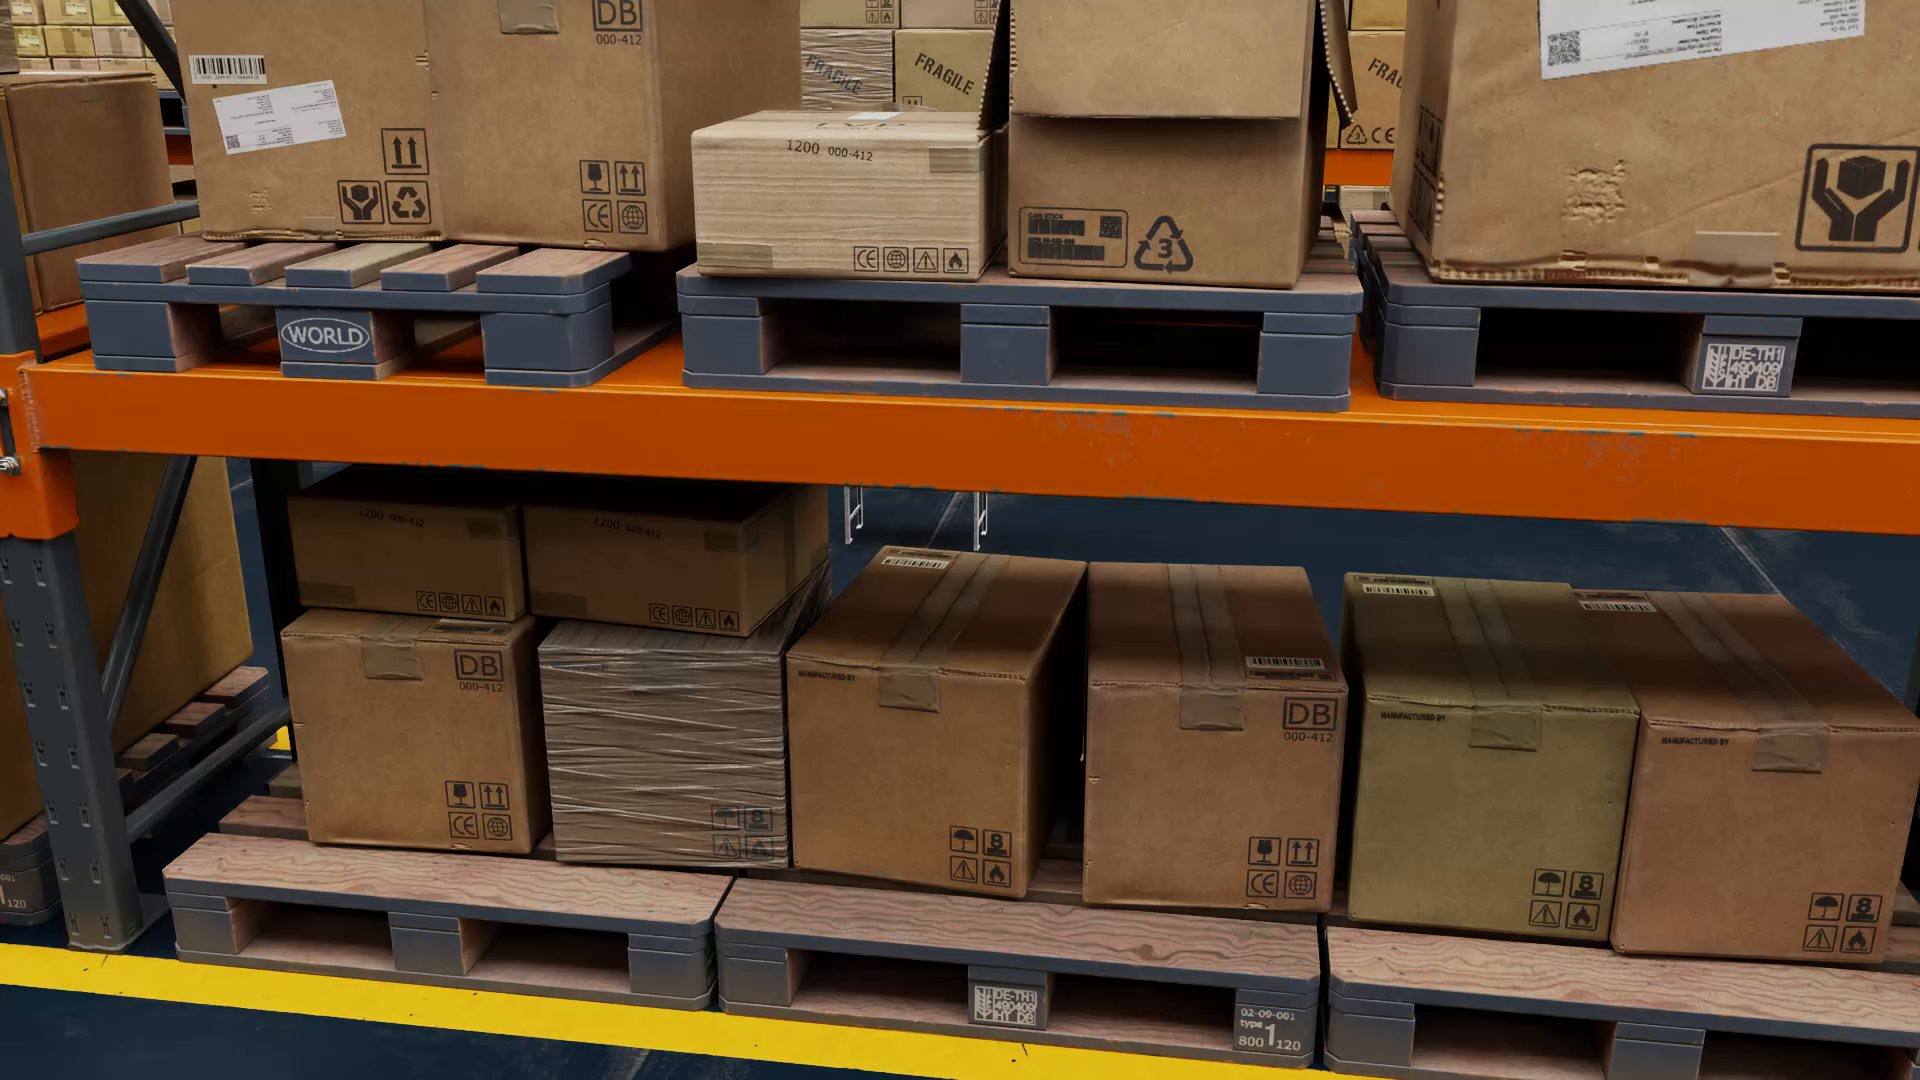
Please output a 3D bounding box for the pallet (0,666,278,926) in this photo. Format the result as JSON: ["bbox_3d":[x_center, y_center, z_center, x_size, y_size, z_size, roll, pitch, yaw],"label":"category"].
[{"bbox_3d":[-2.569,0.579,4.240,1.213,0.211,1.003,3,19,9],"label":"pallet"}]

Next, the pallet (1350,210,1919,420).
[{"bbox_3d":[1.416,-0.472,3.289,1.213,0.211,1.003,3,19,9],"label":"pallet"}]

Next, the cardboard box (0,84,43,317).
[{"bbox_3d":[-2.329,-0.675,3.435,0.500,0.500,0.500,4,19,10],"label":"cardboard box"}]

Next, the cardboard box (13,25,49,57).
[{"bbox_3d":[-4.549,-2.488,8.276,0.250,0.149,0.380,3,19,10],"label":"cardboard box"}]

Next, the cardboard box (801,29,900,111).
[{"bbox_3d":[-0.515,-2.169,7.902,0.500,0.500,0.500,3,19,9],"label":"cardboard box"}]

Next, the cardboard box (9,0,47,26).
[{"bbox_3d":[-4.549,-2.629,8.228,0.250,0.149,0.380,4,19,11],"label":"cardboard box"}]

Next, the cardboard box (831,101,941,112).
[{"bbox_3d":[-0.113,-0.816,3.566,0.258,0.266,0.396,2,19,7],"label":"cardboard box"}]

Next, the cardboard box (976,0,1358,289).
[{"bbox_3d":[0.421,-0.785,3.098,0.637,0.503,0.797,5,19,14],"label":"cardboard box"}]

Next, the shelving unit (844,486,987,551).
[{"bbox_3d":[-0.163,-0.577,6.138,0.503,1.200,0.258,3,19,9],"label":"shelving unit"}]

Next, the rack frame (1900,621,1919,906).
[{"bbox_3d":[2.147,-0.479,3.007,0.127,3.000,1.000,3,19,9],"label":"rack frame"}]

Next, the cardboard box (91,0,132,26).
[{"bbox_3d":[-4.020,-2.603,8.151,0.250,0.149,0.380,3,19,9],"label":"cardboard box"}]

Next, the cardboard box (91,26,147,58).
[{"bbox_3d":[-4.038,-2.462,8.200,0.250,0.149,0.380,3,19,10],"label":"cardboard box"}]

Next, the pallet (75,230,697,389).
[{"bbox_3d":[-1.082,-0.587,3.632,1.003,0.211,1.213,3,19,9],"label":"pallet"}]

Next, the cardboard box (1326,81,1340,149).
[{"bbox_3d":[1.478,-2.069,7.600,0.500,0.500,0.500,3,19,9],"label":"cardboard box"}]

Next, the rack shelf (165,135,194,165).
[{"bbox_3d":[-2.890,-1.989,8.653,4.000,0.370,1.077,3,19,9],"label":"rack shelf"}]

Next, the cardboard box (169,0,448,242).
[{"bbox_3d":[-1.263,-0.912,3.483,0.500,0.500,0.500,1,19,2],"label":"cardboard box"}]

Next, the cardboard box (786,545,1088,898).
[{"bbox_3d":[-0.027,0.374,3.703,0.500,0.500,0.700,5,19,13],"label":"cardboard box"}]

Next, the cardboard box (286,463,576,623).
[{"bbox_3d":[-1.136,-0.035,3.744,0.500,0.250,0.500,4,19,11],"label":"cardboard box"}]

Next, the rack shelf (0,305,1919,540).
[{"bbox_3d":[0.172,-0.238,3.422,4.000,0.370,1.077,3,19,9],"label":"rack shelf"}]

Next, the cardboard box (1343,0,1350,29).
[{"bbox_3d":[1.535,-2.623,7.683,0.500,0.500,0.700,3,19,9],"label":"cardboard box"}]

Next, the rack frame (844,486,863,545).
[{"bbox_3d":[-0.404,-0.590,6.174,0.015,1.200,0.240,3,19,9],"label":"rack frame"}]

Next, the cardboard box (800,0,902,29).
[{"bbox_3d":[-0.474,-2.725,7.986,0.500,0.500,0.700,3,19,8],"label":"cardboard box"}]

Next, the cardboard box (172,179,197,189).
[{"bbox_3d":[-4.090,-1.841,9.175,0.500,0.250,0.500,2,19,7],"label":"cardboard box"}]

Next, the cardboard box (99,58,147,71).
[{"bbox_3d":[-4.028,-2.321,8.245,0.250,0.149,0.380,3,19,9],"label":"cardboard box"}]

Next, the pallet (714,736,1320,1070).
[{"bbox_3d":[0.170,0.744,3.747,1.213,0.211,1.003,3,19,9],"label":"pallet"}]

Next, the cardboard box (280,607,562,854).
[{"bbox_3d":[-1.138,0.324,3.854,0.500,0.500,0.700,2,19,6],"label":"cardboard box"}]

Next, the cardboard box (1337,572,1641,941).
[{"bbox_3d":[1.076,0.430,3.536,0.500,0.500,0.700,3,19,8],"label":"cardboard box"}]

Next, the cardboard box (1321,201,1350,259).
[{"bbox_3d":[1.455,-1.213,8.084,0.750,0.750,1.050,3,19,9],"label":"cardboard box"}]

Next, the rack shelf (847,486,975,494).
[{"bbox_3d":[-0.163,-0.289,6.234,0.480,0.148,0.258,3,19,9],"label":"rack shelf"}]

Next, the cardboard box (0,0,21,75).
[{"bbox_3d":[-2.522,-1.245,3.559,0.637,0.503,0.797,4,19,11],"label":"cardboard box"}]

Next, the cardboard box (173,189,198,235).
[{"bbox_3d":[-4.177,-1.680,8.692,0.500,0.250,0.500,2,19,6],"label":"cardboard box"}]

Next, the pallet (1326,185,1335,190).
[{"bbox_3d":[3.769,-3.841,17.451,1.213,0.211,1.003,3,19,9],"label":"pallet"}]

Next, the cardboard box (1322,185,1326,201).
[{"bbox_3d":[2.490,-2.597,12.818,0.625,0.372,0.950,4,19,12],"label":"cardboard box"}]

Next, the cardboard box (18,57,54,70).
[{"bbox_3d":[-4.549,-2.346,8.323,0.250,0.149,0.380,2,19,6],"label":"cardboard box"}]
